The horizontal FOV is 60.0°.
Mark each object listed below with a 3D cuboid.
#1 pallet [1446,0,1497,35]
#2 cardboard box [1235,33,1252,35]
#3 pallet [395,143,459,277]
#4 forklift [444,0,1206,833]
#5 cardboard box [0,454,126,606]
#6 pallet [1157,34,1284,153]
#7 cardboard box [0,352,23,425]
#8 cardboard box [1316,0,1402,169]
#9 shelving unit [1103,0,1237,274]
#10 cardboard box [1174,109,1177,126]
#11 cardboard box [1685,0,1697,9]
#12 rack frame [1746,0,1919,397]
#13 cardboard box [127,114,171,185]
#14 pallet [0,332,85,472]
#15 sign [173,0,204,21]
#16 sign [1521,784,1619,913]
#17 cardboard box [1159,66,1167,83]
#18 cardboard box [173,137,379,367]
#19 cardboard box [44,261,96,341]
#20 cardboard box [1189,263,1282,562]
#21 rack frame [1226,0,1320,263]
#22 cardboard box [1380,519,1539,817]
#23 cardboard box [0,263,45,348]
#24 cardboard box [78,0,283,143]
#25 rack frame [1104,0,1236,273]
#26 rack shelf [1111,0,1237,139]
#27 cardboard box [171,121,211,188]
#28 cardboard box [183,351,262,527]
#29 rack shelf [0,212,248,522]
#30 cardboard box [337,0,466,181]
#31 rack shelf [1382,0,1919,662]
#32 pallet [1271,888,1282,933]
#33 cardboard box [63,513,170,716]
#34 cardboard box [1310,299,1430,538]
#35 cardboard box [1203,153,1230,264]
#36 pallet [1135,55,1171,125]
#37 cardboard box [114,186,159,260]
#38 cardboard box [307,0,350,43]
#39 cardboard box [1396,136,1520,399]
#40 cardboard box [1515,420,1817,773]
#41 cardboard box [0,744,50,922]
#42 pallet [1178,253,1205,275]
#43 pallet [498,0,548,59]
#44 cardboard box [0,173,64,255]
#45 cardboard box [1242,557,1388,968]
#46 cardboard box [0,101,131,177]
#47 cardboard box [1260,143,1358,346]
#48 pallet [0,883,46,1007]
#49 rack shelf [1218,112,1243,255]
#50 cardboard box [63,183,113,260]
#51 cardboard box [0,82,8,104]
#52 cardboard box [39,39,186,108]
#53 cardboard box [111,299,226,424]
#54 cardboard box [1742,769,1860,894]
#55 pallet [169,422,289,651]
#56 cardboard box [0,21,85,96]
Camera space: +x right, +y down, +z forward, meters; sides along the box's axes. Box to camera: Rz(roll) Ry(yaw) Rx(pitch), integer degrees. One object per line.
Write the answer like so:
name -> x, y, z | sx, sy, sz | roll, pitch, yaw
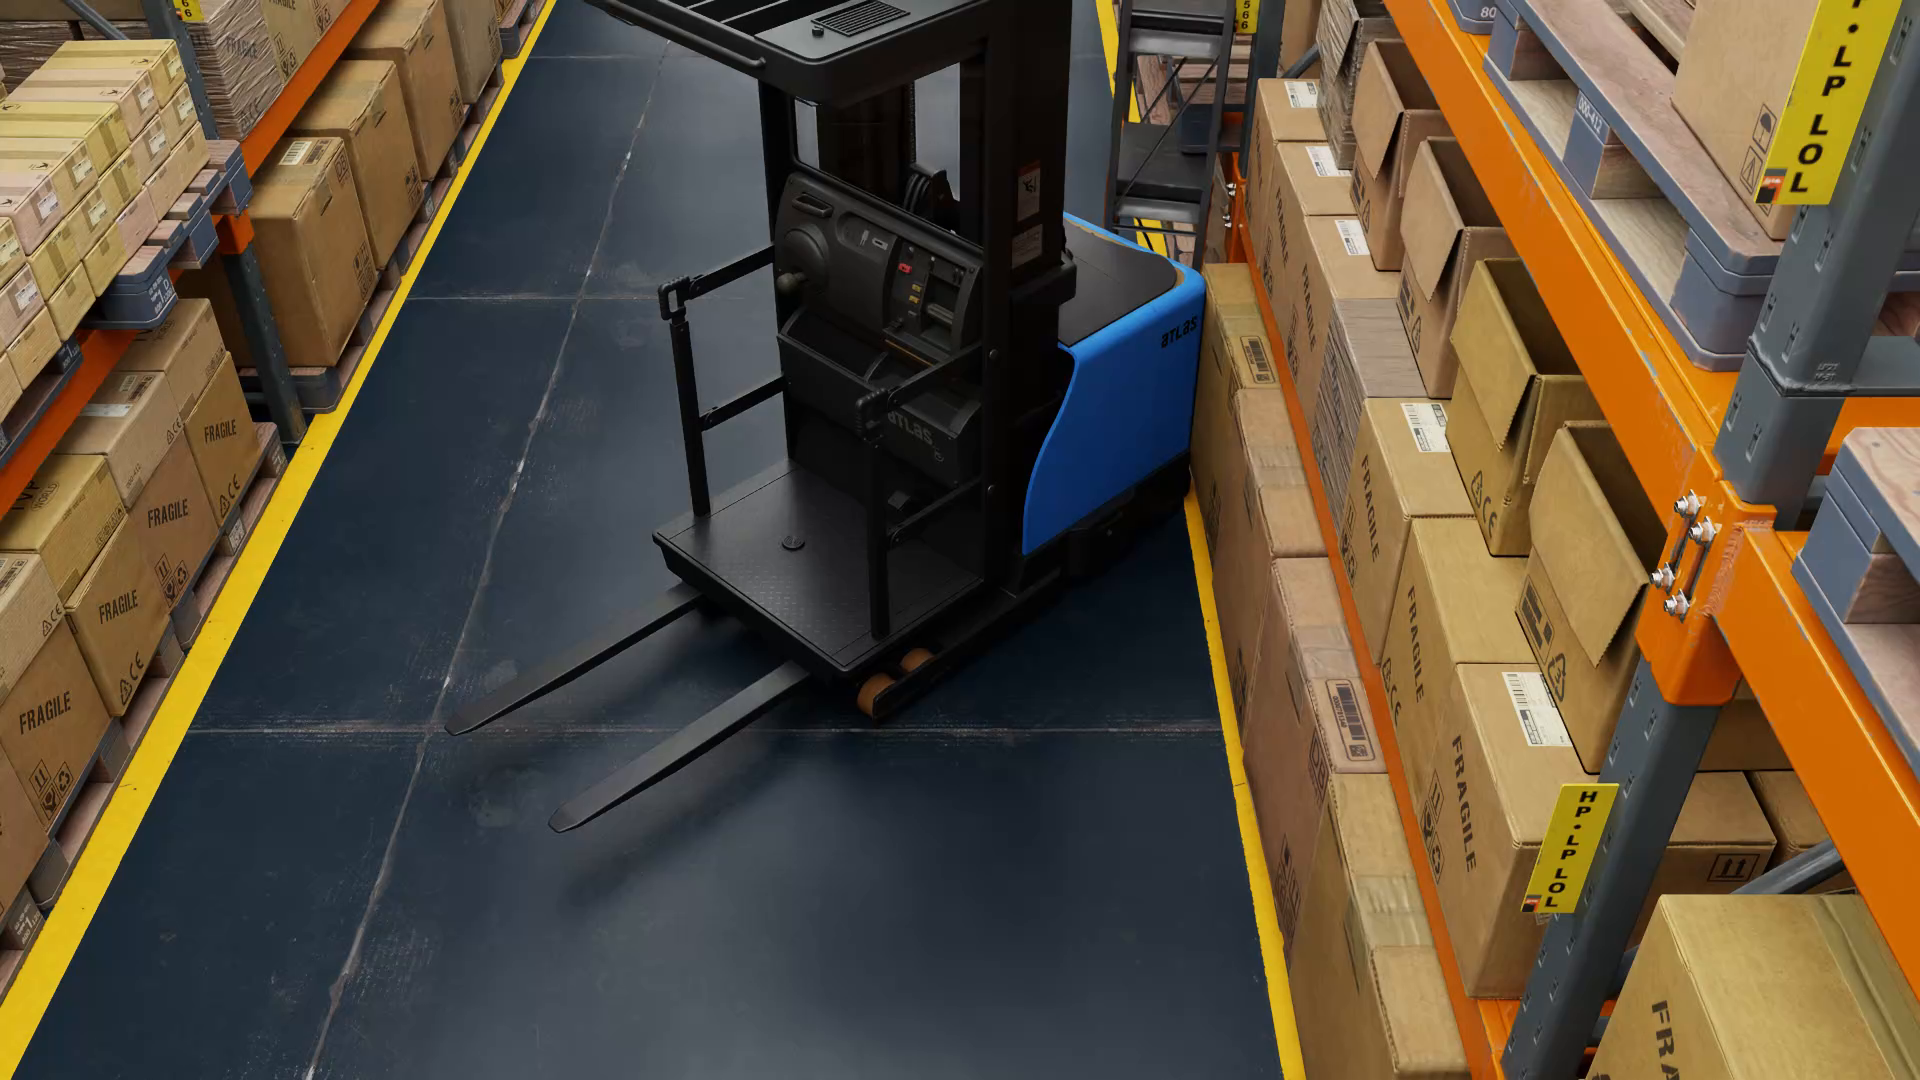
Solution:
pallet -> 1.634, -1.553, 4.042 | 1.003, 0.211, 1.213 | 2, 39, 2
cardboard box -> 1.435, -2.448, 6.991 | 0.700, 0.500, 0.500 | 5, 39, 7
pallet -> -3.308, -1.784, 8.808 | 1.003, 0.211, 1.213 | 0, 39, 0
forklift -> -0.440, -0.866, 5.487 | 1.130, 2.935, 3.031 | 32, 48, 33
cardboard box -> -3.125, -0.038, 5.462 | 0.500, 0.250, 0.500 | 1, 39, 1
pallet -> 1.469, -1.929, 6.912 | 1.213, 0.211, 1.003 | 0, 39, 0
cardboard box -> -2.924, -0.403, 4.720 | 0.380, 0.149, 0.250 | -2, 39, -2
cardboard box -> 1.561, -1.532, 5.381 | 0.797, 0.503, 0.637 | 1, 39, 1
shelving unit -> 0.811, -1.386, 6.765 | 0.431, 2.100, 0.503 | 7, 43, 7
cardboard box -> 1.533, -2.224, 8.774 | 0.700, 0.500, 0.500 | -3, 39, -4
cardboard box -> 1.669, -1.043, 2.990 | 0.500, 0.311, 0.500 | -1, 39, -2
rack frame -> 1.581, -1.398, 1.299 | 1.000, 3.000, 0.127 | 0, 39, 0
cardboard box -> -2.926, -1.325, 5.631 | 0.380, 0.149, 0.250 | 1, 39, 2
pallet -> -3.341, -0.305, 4.886 | 1.003, 0.211, 1.213 | 0, 39, 0
sign -> -2.841, -2.045, 6.041 | 0.100, 0.325, 0.005 | 0, 39, 0
sign -> 1.038, 0.528, 2.829 | 0.100, 0.325, 0.005 | 0, 39, 0
cardboard box -> 1.551, -2.872, 9.583 | 0.700, 0.500, 0.500 | -3, 39, -4
cardboard box -> -3.295, -1.285, 7.418 | 1.050, 0.750, 0.750 | -1, 39, -1
cardboard box -> -2.926, -0.736, 5.134 | 0.380, 0.149, 0.250 | -2, 39, -2
cardboard box -> 1.556, -0.462, 6.291 | 1.225, 0.875, 0.875 | -2, 39, -2
rack frame -> 1.576, -1.559, 6.296 | 1.000, 3.000, 0.127 | 0, 39, 0
cardboard box -> 1.313, 0.302, 3.894 | 0.500, 0.500, 0.500 | 1, 39, 1
cardboard box -> -2.924, -0.685, 4.833 | 0.380, 0.149, 0.250 | 1, 39, 1
cardboard box -> -3.115, -1.938, 6.690 | 0.500, 0.500, 0.500 | 0, 39, 0
rack frame -> 0.770, -1.222, 6.589 | 0.400, 2.100, 0.015 | 7, 43, 7
rack shelf -> 0.821, -1.888, 6.298 | 0.431, 0.518, 0.480 | 7, 43, 7
cardboard box -> -2.924, -1.376, 5.933 | 0.380, 0.149, 0.250 | 1, 39, 1
cardboard box -> -3.122, -0.395, 6.508 | 0.500, 0.500, 0.500 | 0, 39, 0
rack shelf -> -3.382, -0.087, 5.035 | 1.077, 0.370, 4.000 | 0, 39, 0
cardboard box -> -3.301, -2.414, 8.827 | 1.050, 0.750, 0.750 | 0, 39, 0
rack shelf -> 1.578, -1.198, 4.023 | 1.077, 0.370, 4.000 | 0, 39, 0
pallet -> 1.500, 0.784, 5.603 | 1.003, 0.211, 1.213 | 0, 39, 0
cardboard box -> -3.108, 0.260, 5.690 | 0.500, 0.500, 0.500 | -2, 39, -2
cardboard box -> 1.310, -0.338, 4.693 | 0.500, 0.500, 0.500 | 0, 39, 0
cardboard box -> 1.542, -1.521, 7.896 | 0.700, 0.500, 0.500 | -3, 39, -4
pallet -> 1.574, -2.485, 9.682 | 1.003, 0.211, 1.213 | 0, 39, 0
cardboard box -> -2.925, -1.060, 5.539 | 0.380, 0.149, 0.250 | 1, 39, 1
cardboard box -> -3.118, -2.572, 7.480 | 0.500, 0.500, 0.500 | 0, 39, 0
cardboard box -> 1.566, -0.705, 4.349 | 0.797, 0.503, 0.637 | 1, 39, 1
cardboard box -> 1.572, 0.113, 3.328 | 0.797, 0.503, 0.637 | -1, 39, -1
cardboard box -> -3.117, 0.902, 4.889 | 0.500, 0.500, 0.500 | 2, 39, 2
pallet -> 1.577, -0.959, 7.778 | 1.003, 0.211, 1.213 | 0, 39, 0
pallet -> -3.311, -3.507, 10.958 | 1.003, 0.211, 1.213 | 0, 39, 0
cardboard box -> -2.928, -0.971, 4.953 | 0.380, 0.149, 0.250 | 0, 39, 0
cardboard box -> 1.558, 0.649, 4.905 | 1.225, 0.875, 0.875 | -1, 39, -2
cardboard box -> -2.927, -1.289, 5.349 | 0.380, 0.149, 0.250 | 1, 39, 1
cardboard box -> 1.307, -0.971, 5.483 | 0.500, 0.500, 0.500 | -1, 39, -1
pallet -> -3.382, 1.484, 4.729 | 1.003, 0.211, 1.213 | 0, 39, 0
rack shelf -> 1.574, -2.529, 8.082 | 1.077, 0.370, 4.000 | 0, 39, 0
cardboard box -> -2.923, -1.004, 5.231 | 0.380, 0.149, 0.250 | 0, 39, 0
cardboard box -> -3.584, -1.498, 5.848 | 0.380, 0.149, 0.250 | 2, 39, 2
cardboard box -> -2.925, -1.610, 5.750 | 0.380, 0.149, 0.250 | -1, 39, -2
cardboard box -> -3.121, -0.672, 6.253 | 0.500, 0.250, 0.500 | -1, 39, -1
cardboard box -> 1.830, 0.616, 3.503 | 0.500, 0.500, 0.500 | 0, 39, 0
pallet -> -3.385, -0.041, 6.633 | 1.003, 0.211, 1.213 | 0, 39, 0
cardboard box -> -3.653, -1.939, 6.691 | 0.500, 0.500, 0.500 | 0, 39, 0
